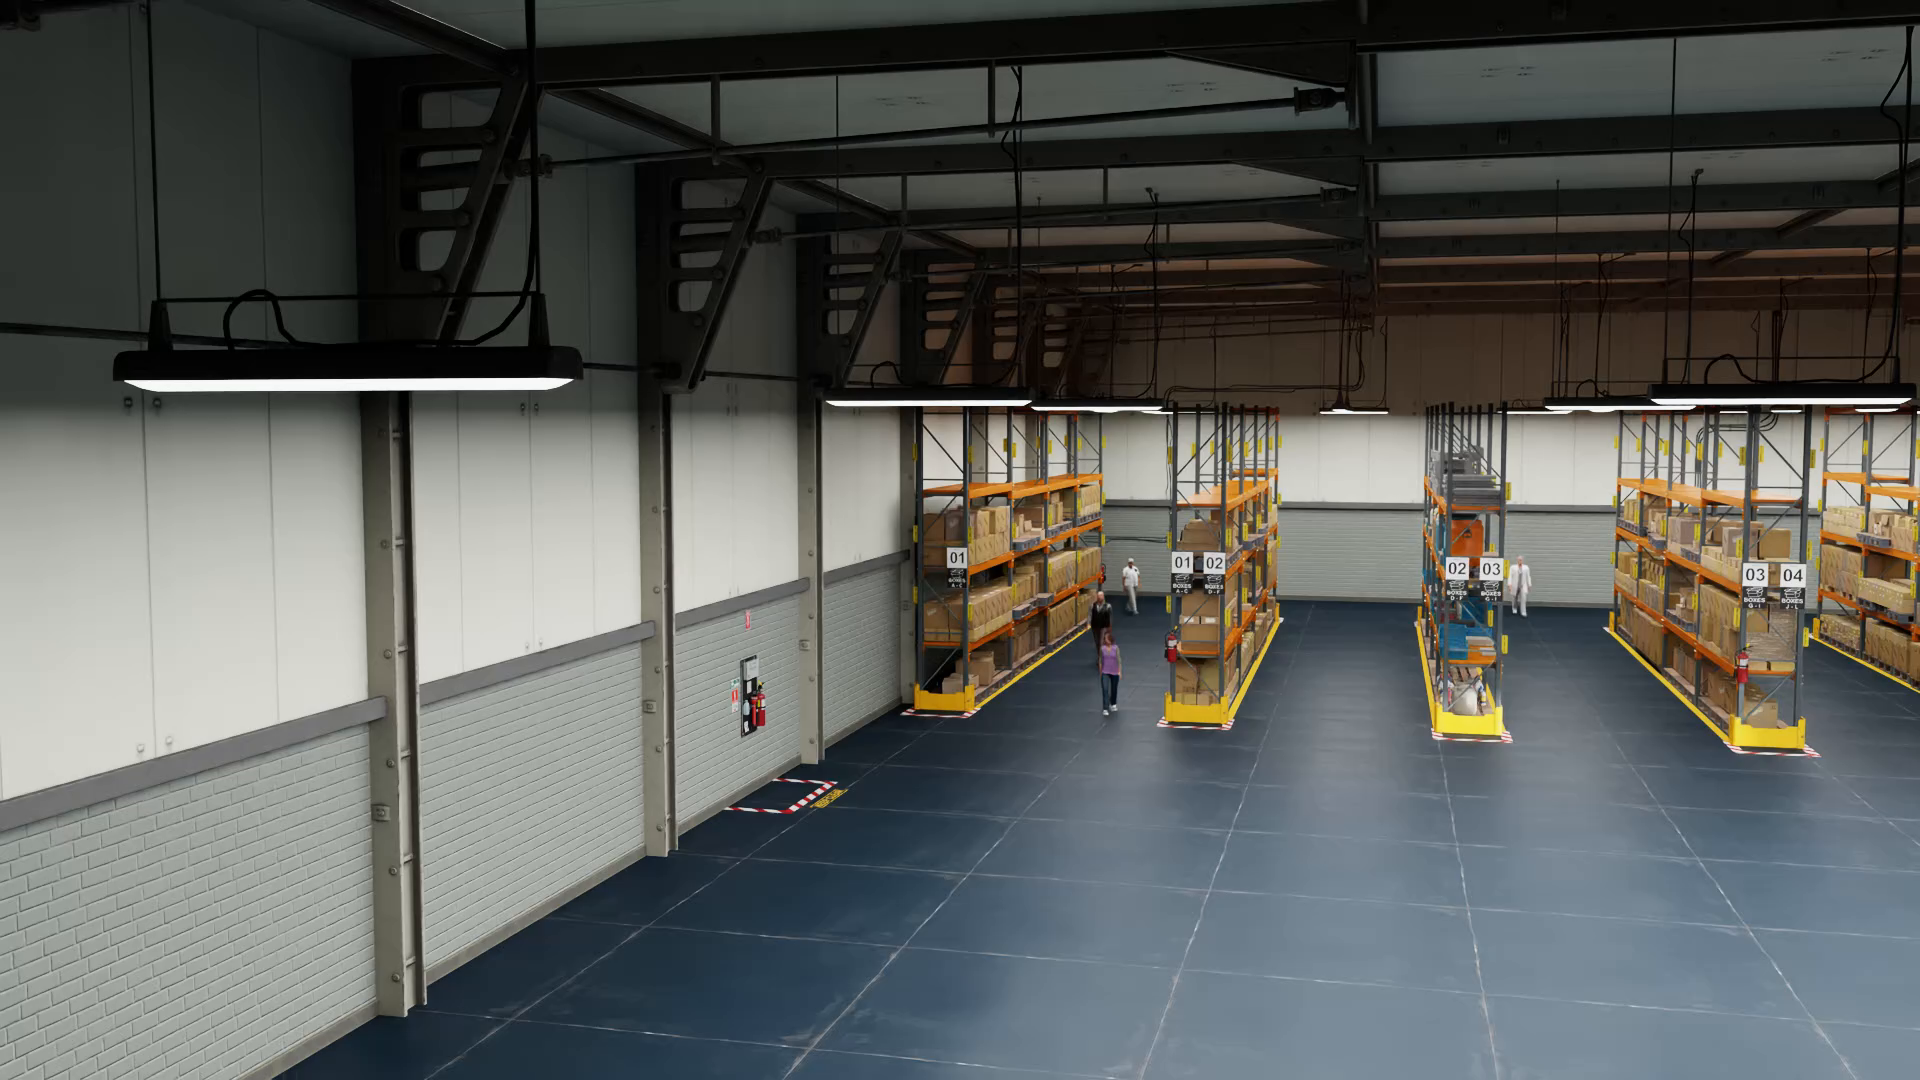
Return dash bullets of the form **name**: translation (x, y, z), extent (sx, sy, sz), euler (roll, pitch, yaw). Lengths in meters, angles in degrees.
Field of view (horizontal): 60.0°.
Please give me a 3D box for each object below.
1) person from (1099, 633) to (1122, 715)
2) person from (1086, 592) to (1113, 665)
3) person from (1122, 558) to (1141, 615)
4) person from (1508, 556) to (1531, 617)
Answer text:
- **person**: translation (2.890, 2.565, 31.987), extent (0.448, 1.553, 0.893), euler (1, 4, 8)
- **person**: translation (3.234, 2.028, 38.498), extent (0.585, 1.661, 1.069), euler (1, 4, 17)
- **person**: translation (5.011, 1.337, 48.323), extent (0.463, 1.603, 1.000), euler (-2, 5, -25)
- **person**: translation (16.070, 1.422, 47.747), extent (0.682, 1.516, 1.171), euler (1, 4, 11)
